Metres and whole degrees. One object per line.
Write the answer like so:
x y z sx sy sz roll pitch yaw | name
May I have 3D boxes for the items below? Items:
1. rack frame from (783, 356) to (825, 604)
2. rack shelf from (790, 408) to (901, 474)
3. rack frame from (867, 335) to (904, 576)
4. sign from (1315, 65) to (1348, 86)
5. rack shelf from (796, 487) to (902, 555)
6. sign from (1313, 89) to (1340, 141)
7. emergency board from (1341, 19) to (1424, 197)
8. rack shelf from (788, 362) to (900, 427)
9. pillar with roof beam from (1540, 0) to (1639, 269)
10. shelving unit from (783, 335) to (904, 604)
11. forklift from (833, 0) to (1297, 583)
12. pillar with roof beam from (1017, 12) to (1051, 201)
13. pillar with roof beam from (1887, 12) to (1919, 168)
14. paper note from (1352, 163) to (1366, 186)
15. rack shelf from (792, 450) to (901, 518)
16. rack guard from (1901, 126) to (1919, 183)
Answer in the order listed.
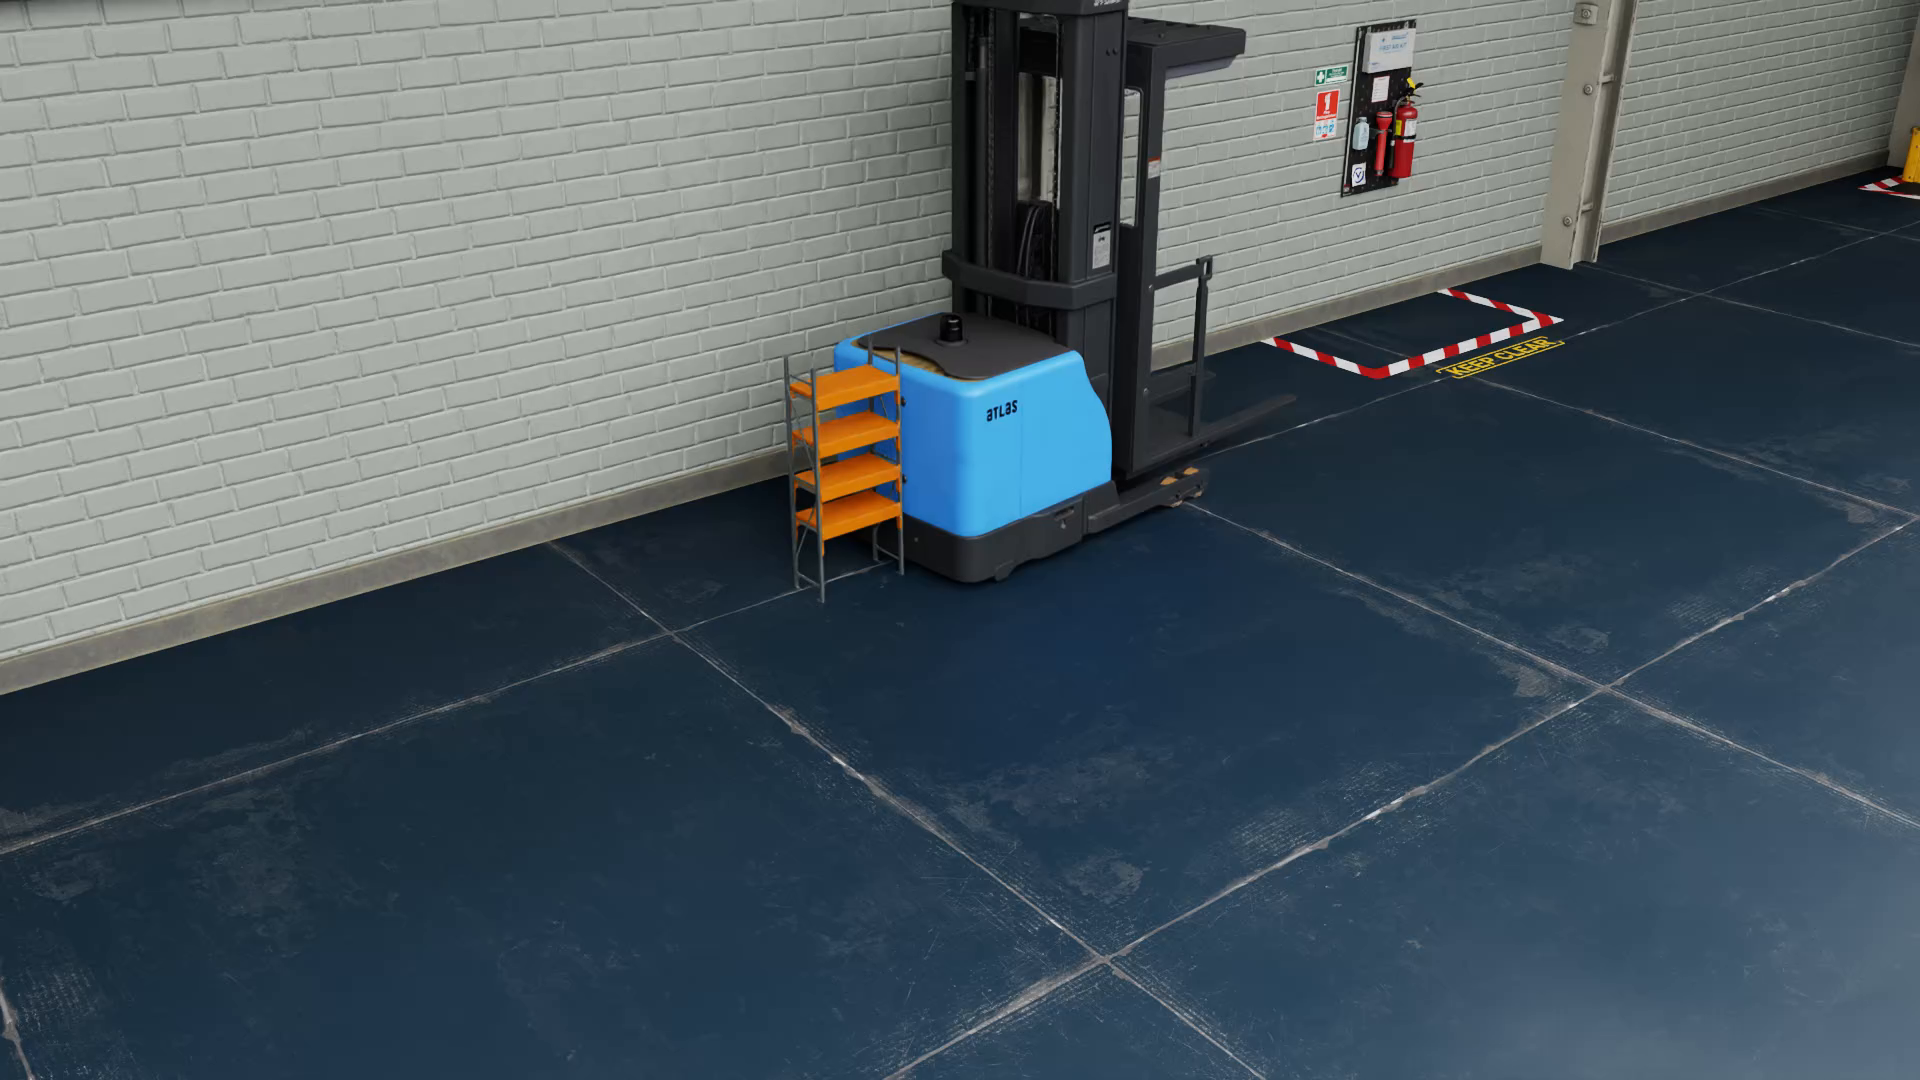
-0.740 -0.273 7.912 0.015 1.200 0.240 -19 31 -35 | rack frame
-0.553 -0.480 7.988 0.480 0.148 0.258 -19 31 -35 | rack shelf
-0.365 -0.404 8.195 0.015 1.200 0.240 -19 31 -35 | rack frame
2.535 -3.170 11.345 0.331 0.109 0.001 -18 31 -34 | sign
-0.553 -0.097 8.166 0.480 0.148 0.258 -19 31 -35 | rack shelf
2.526 -2.931 11.460 0.234 0.329 0.001 -18 31 -34 | sign
3.025 -3.024 11.703 0.643 1.169 0.194 -18 31 -34 | emergency board
-0.553 -0.695 7.888 0.480 0.148 0.258 -19 31 -35 | rack shelf
7.649 -4.949 8.724 0.400 9.000 9.100 -18 31 -34 | pillar with roof beam
-0.553 -0.338 8.054 0.503 1.200 0.258 -19 31 -35 | shelving unit
0.745 -1.644 8.810 1.130 2.935 3.031 23 33 40 | forklift
2.928 -3.390 5.365 0.400 9.000 9.100 -18 31 -34 | pillar with roof beam
12.371 -6.507 12.082 0.400 9.000 9.100 -18 31 -34 | pillar with roof beam
2.843 -2.602 11.839 0.142 0.148 0.016 -18 31 -34 | paper note
-0.553 -0.277 8.082 0.480 0.148 0.258 -19 31 -35 | rack shelf
9.757 -3.630 15.977 0.348 0.500 1.175 -18 31 -34 | rack guard
